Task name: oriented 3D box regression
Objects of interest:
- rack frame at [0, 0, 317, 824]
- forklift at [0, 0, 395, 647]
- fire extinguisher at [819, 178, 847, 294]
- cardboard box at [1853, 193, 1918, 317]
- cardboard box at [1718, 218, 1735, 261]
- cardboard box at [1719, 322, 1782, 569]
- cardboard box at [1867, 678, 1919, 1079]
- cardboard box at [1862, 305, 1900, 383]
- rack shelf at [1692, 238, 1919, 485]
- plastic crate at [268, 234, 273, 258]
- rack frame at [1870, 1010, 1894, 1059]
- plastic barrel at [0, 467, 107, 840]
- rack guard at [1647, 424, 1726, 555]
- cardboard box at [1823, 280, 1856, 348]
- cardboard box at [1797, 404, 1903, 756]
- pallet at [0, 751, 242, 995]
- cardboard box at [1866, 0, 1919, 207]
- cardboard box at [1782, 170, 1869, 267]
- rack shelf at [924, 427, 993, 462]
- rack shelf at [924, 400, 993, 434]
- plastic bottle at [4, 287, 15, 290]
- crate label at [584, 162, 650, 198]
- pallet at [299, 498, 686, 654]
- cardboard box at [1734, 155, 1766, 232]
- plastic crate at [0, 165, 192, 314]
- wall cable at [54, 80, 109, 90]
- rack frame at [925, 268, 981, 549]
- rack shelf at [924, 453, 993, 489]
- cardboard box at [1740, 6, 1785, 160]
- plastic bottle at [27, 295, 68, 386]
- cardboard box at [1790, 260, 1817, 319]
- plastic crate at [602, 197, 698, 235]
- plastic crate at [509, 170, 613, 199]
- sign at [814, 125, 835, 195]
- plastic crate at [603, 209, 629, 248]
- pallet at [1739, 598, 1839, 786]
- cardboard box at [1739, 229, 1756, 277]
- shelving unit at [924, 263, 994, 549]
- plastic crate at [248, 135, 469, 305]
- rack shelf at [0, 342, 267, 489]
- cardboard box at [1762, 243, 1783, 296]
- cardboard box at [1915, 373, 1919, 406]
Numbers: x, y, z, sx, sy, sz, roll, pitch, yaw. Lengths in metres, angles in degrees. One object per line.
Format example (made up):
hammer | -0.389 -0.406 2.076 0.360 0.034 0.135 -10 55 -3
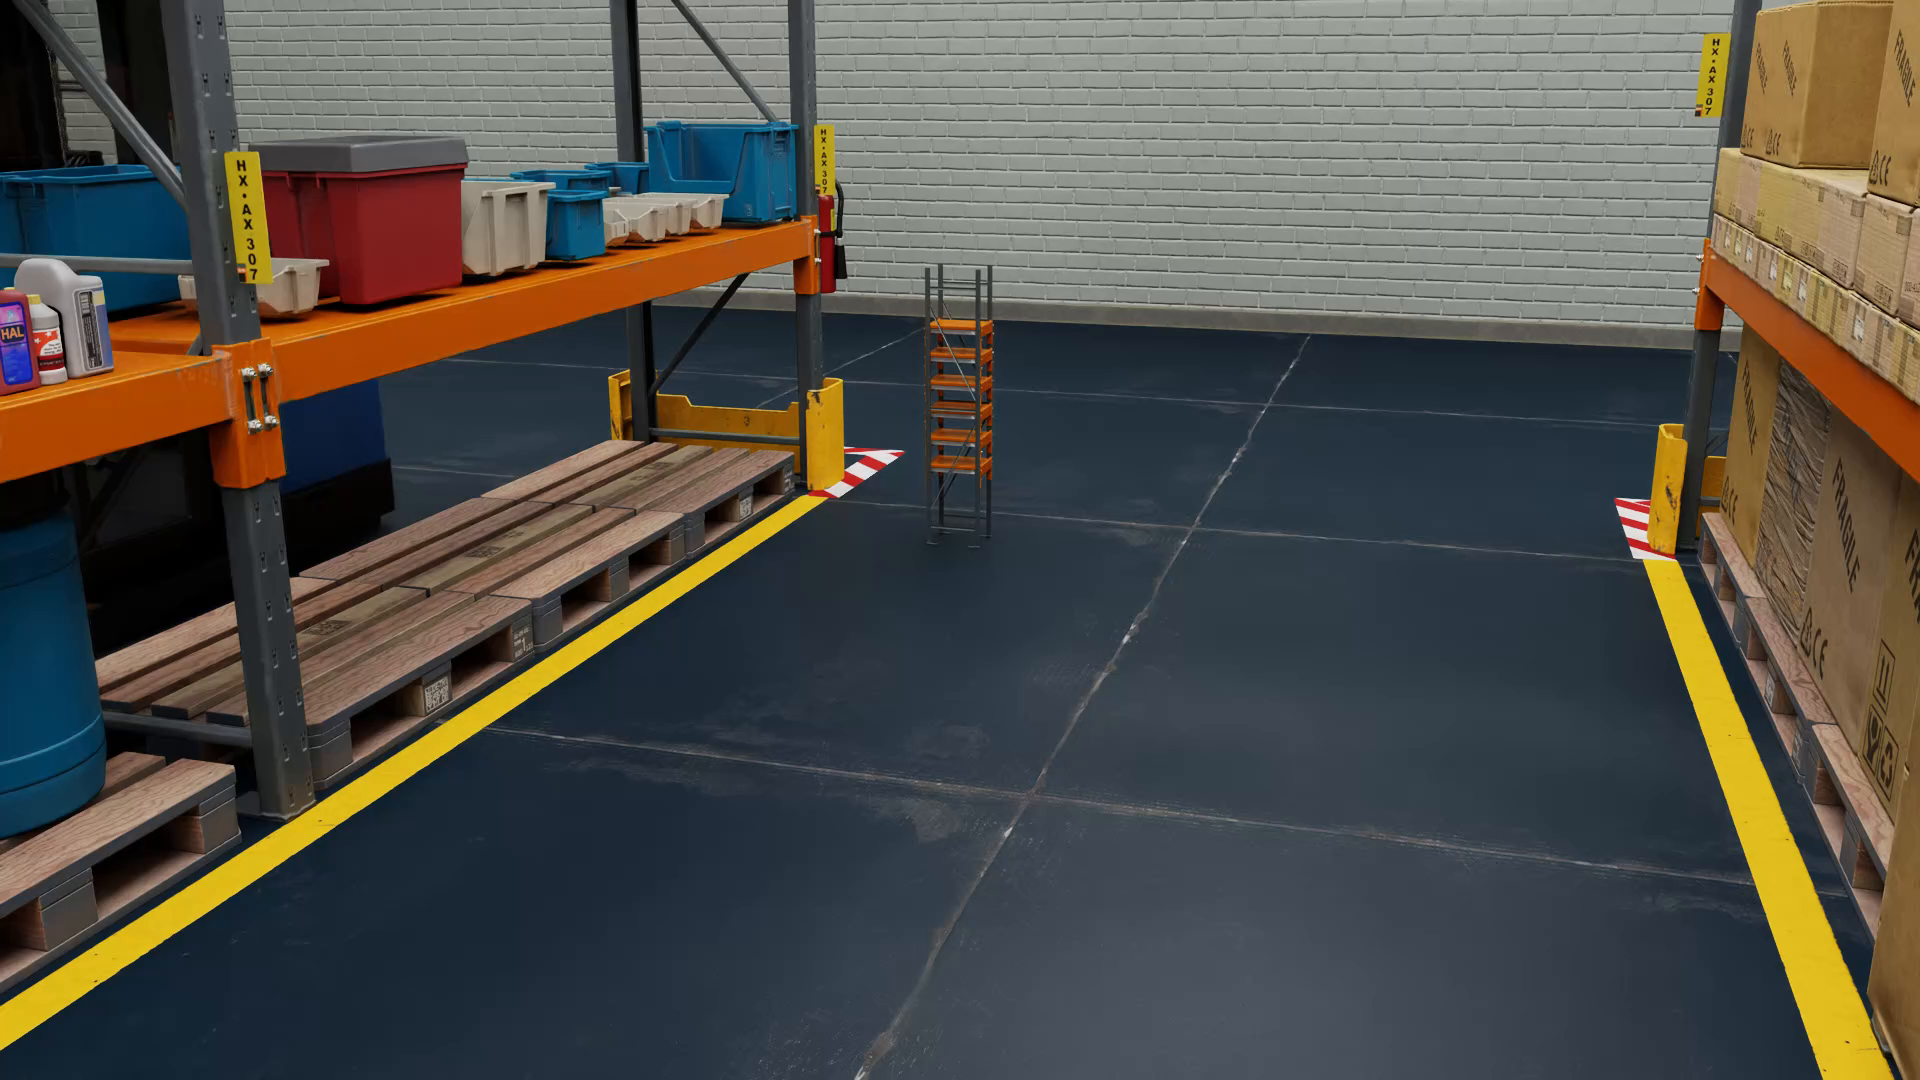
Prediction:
rack frame | -2.311 -0.717 4.361 1.000 3.000 0.127 5 16 16
forklift | -3.493 -1.143 5.989 1.130 2.935 3.031 5 17 17
fire extinguisher | -0.696 -1.551 8.127 0.296 0.674 0.183 5 16 16
cardboard box | 2.456 -0.676 3.944 0.500 0.250 0.500 5 17 18
cardboard box | 3.086 -1.124 6.256 0.380 0.149 0.250 4 16 15
cardboard box | 3.469 -0.386 6.317 0.875 0.875 0.875 5 16 16
cardboard box | 2.275 0.656 2.644 1.225 0.875 0.875 5 16 16
cardboard box | 2.356 -0.452 3.886 0.380 0.149 0.250 4 16 15
rack shelf | 3.006 -0.510 4.950 1.077 0.370 4.000 5 16 16
plastic crate | -2.250 -0.927 5.496 0.437 0.125 0.590 5 16 16
rack frame | 2.438 -0.333 3.007 1.000 3.000 0.127 5 16 16
plastic barrel | -2.482 0.231 4.093 0.600 0.901 0.708 5 16 16
rack guard | 3.581 -0.183 7.060 1.175 0.500 0.348 5 16 16
cardboard box | 2.502 -0.587 4.361 0.380 0.149 0.250 5 17 17
cardboard box | 2.958 0.085 4.657 0.875 0.875 0.875 5 16 16
pallet | -2.570 0.823 4.041 1.003 0.211 1.213 5 16 16
cardboard box | 2.458 -1.037 3.843 0.500 0.500 0.500 5 17 16
cardboard box | 2.748 -0.941 4.881 0.500 0.250 0.500 4 16 15
rack shelf | -0.004 -0.415 7.197 0.258 0.103 0.180 5 16 16
rack shelf | -0.004 -0.531 7.164 0.258 0.103 0.180 5 16 16
plastic bottle | -2.238 -0.498 3.953 0.097 0.201 0.097 0 16 0
crate label | -1.560 -1.673 7.928 0.416 0.233 0.303 5 16 16
pallet | -1.794 0.109 6.559 1.003 0.211 1.213 5 16 16
cardboard box | 3.038 -1.209 5.826 0.500 0.250 0.500 4 16 15
plastic crate | -2.505 -0.887 4.879 0.392 0.384 0.575 5 16 16
wall cable | -8.723 -5.376 15.484 3.097 2.526 0.112 5 16 16
rack frame | -0.030 -0.550 7.068 0.240 1.200 0.006 5 16 16
rack shelf | -0.004 -0.300 7.230 0.258 0.103 0.180 5 16 16
cardboard box | 3.037 -1.576 5.744 0.500 0.500 0.500 4 16 15
plastic bottle | -2.120 -0.461 3.822 0.097 0.201 0.097 0 16 0
cardboard box | 2.649 -0.720 4.832 0.380 0.149 0.250 5 17 17
plastic crate | -1.329 -1.364 7.013 0.396 0.136 0.243 5 16 16
plastic crate | -1.747 -1.501 7.320 0.416 0.233 0.300 5 16 16
sign | -0.642 -1.804 7.893 0.100 0.325 0.005 5 16 16
plastic crate | -1.451 -1.210 6.472 0.298 0.136 0.250 5 16 16
pallet | 3.074 0.495 5.196 1.003 0.211 1.213 5 16 16
cardboard box | 2.940 -0.989 5.779 0.380 0.149 0.250 4 16 15
shelving unit | -0.004 -0.573 7.152 0.258 1.200 0.189 5 16 16
plastic crate | -1.817 -0.991 5.099 0.402 0.464 0.583 5 16 16
rack shelf | -2.879 0.152 2.614 1.077 0.370 4.000 5 16 16
cardboard box | 2.794 -0.855 5.307 0.380 0.149 0.250 4 16 15
cardboard box | 2.210 -0.317 3.412 0.380 0.149 0.250 5 17 16
